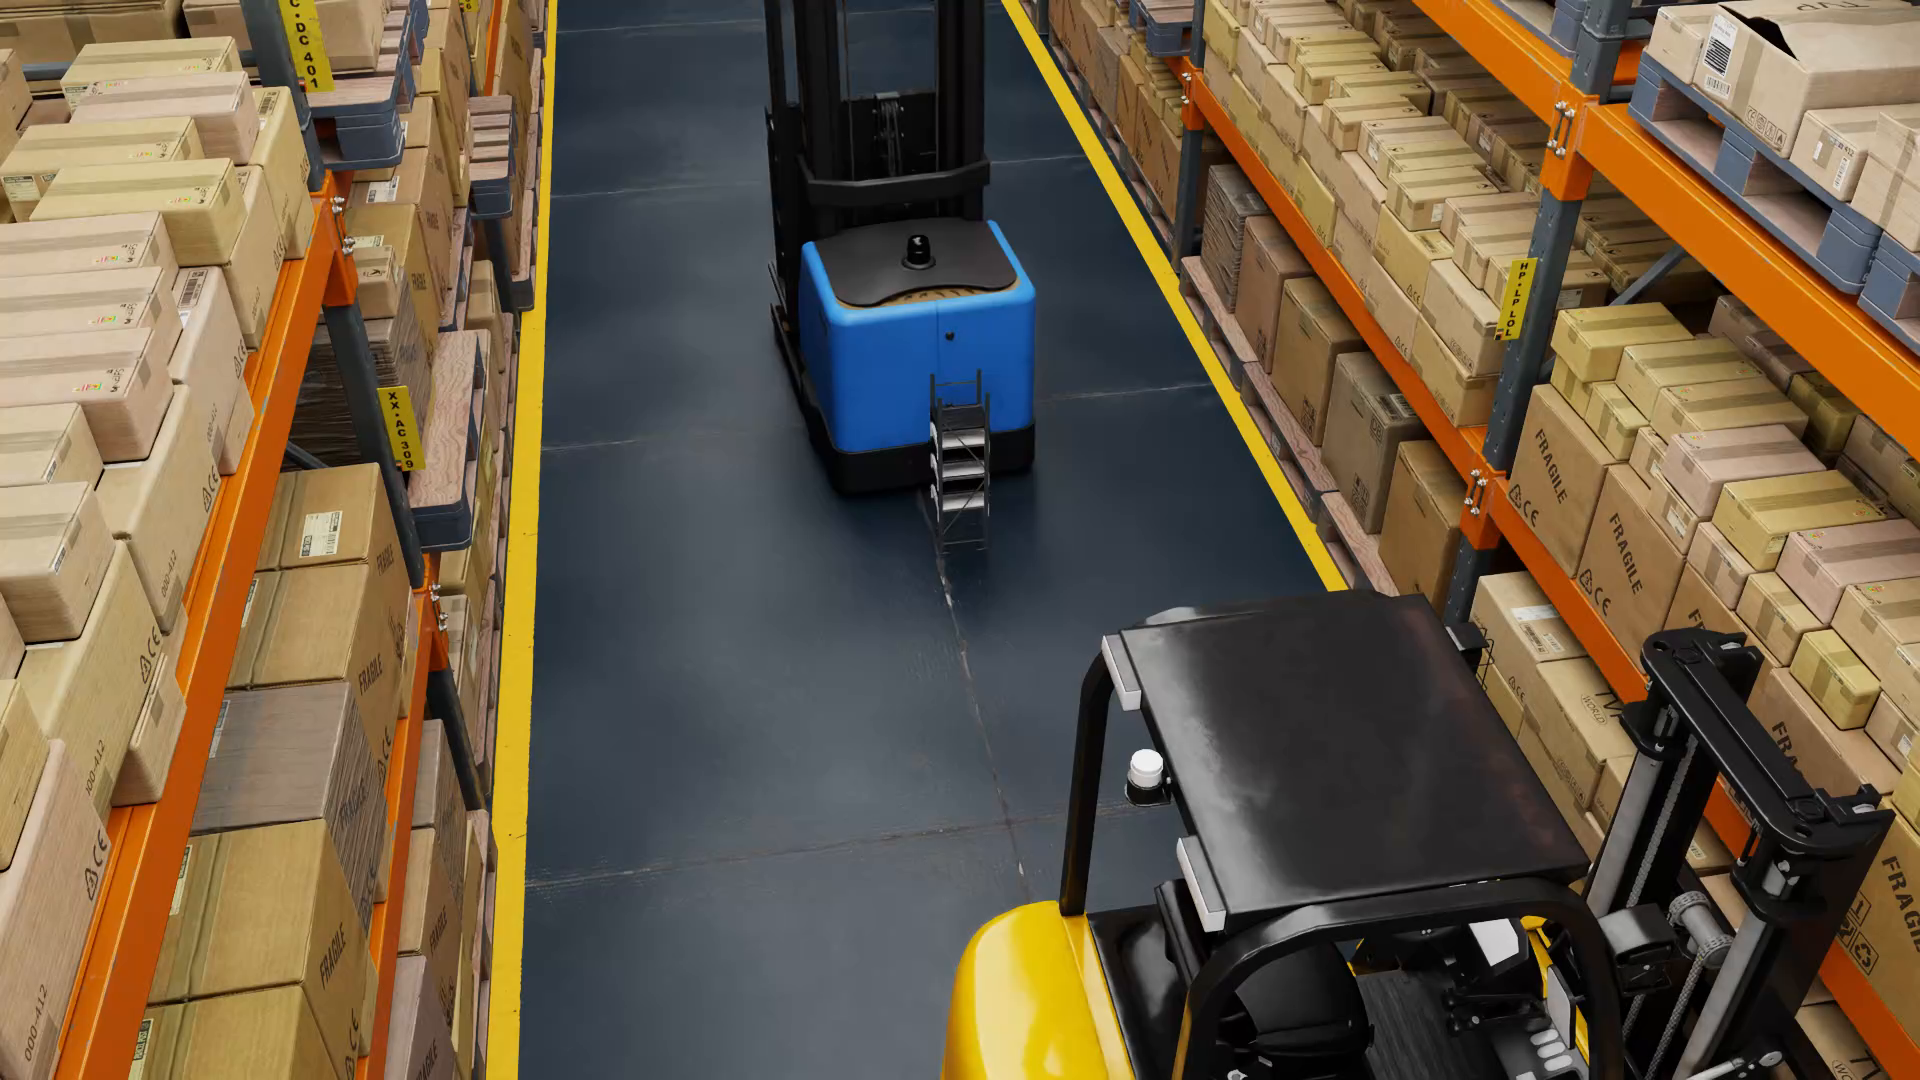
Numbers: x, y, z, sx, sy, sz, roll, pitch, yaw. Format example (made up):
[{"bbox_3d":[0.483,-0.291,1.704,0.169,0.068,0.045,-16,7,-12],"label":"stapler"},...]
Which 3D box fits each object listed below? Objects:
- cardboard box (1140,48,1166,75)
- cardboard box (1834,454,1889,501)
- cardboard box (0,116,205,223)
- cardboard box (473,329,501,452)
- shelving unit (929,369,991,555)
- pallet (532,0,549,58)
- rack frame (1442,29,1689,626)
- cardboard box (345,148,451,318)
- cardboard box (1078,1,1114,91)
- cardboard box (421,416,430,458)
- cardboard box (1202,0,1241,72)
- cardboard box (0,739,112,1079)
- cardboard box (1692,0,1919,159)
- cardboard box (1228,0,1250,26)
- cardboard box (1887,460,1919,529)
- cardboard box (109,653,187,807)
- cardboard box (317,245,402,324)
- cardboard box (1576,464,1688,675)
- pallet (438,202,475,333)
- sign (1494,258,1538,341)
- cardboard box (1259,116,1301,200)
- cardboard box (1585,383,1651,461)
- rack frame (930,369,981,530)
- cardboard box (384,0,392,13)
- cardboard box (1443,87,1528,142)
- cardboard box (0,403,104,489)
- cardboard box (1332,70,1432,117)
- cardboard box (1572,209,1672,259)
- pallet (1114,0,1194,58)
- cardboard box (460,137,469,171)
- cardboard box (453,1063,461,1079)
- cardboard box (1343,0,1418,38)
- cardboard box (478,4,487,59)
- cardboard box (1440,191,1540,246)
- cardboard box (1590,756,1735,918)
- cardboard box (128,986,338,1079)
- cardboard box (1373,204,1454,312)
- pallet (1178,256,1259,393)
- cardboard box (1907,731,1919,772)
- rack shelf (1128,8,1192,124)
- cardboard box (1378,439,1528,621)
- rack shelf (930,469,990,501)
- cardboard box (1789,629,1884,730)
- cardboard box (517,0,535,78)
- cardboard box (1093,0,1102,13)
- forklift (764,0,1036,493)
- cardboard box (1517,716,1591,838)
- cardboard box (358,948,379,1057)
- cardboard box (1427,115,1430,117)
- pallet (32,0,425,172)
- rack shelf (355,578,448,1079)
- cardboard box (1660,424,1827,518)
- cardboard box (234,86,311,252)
[{"bbox_3d":[1.396,-3.106,10.869,0.380,0.149,0.250,-5,38,-7],"label":"cardboard box"},{"bbox_3d":[3.025,-0.163,5.304,0.380,0.149,0.250,-6,38,-8],"label":"cardboard box"},{"bbox_3d":[-2.021,-0.875,3.941,0.380,0.149,0.250,-5,38,-7],"label":"cardboard box"},{"bbox_3d":[-2.845,-0.715,8.425,0.950,0.372,0.625,-7,38,-9],"label":"cardboard box"},{"bbox_3d":[-0.001,-0.360,7.880,0.258,0.900,0.210,-6,38,-8],"label":"shelving unit"},{"bbox_3d":[-3.829,-4.157,13.328,1.003,0.211,1.213,-6,38,-8],"label":"pallet"},{"bbox_3d":[2.516,-0.494,6.341,1.000,3.000,0.127,-6,38,-8],"label":"rack frame"},{"bbox_3d":[-2.331,-1.198,6.580,0.500,0.500,0.500,-6,38,-8],"label":"cardboard box"},{"bbox_3d":[1.163,-3.566,11.991,0.500,0.500,0.500,-7,38,-9],"label":"cardboard box"},{"bbox_3d":[-2.156,-0.393,6.073,0.380,0.149,0.250,-6,38,-7],"label":"cardboard box"},{"bbox_3d":[1.628,-2.752,8.962,0.500,0.250,0.500,-6,38,-8],"label":"cardboard box"},{"bbox_3d":[-1.573,0.577,2.397,0.500,0.250,0.500,-7,38,-9],"label":"cardboard box"},{"bbox_3d":[2.422,-1.320,4.608,0.500,0.311,0.500,-5,38,-7],"label":"cardboard box"},{"bbox_3d":[1.629,-2.821,8.726,0.380,0.149,0.250,-5,38,-7],"label":"cardboard box"},{"bbox_3d":[3.064,-0.129,5.019,0.380,0.149,0.250,-7,38,-9],"label":"cardboard box"},{"bbox_3d":[-1.638,0.357,3.005,0.380,0.149,0.250,-6,38,-7],"label":"cardboard box"},{"bbox_3d":[-2.104,-0.859,5.616,0.380,0.149,0.250,-6,38,-8],"label":"cardboard box"},{"bbox_3d":[2.445,0.075,5.527,0.500,0.500,0.500,-6,38,-7],"label":"cardboard box"},{"bbox_3d":[-2.684,-1.107,7.287,1.003,0.211,1.213,-6,38,-8],"label":"pallet"},{"bbox_3d":[1.984,-0.856,5.928,0.100,0.325,0.005,-6,38,-8],"label":"sign"},{"bbox_3d":[1.833,-1.942,8.327,0.500,0.250,0.500,-7,38,-9],"label":"cardboard box"},{"bbox_3d":[2.360,-0.413,5.626,0.380,0.149,0.250,-5,38,-7],"label":"cardboard box"},{"bbox_3d":[-0.019,-0.422,7.959,0.240,0.900,0.006,-6,38,-8],"label":"rack frame"},{"bbox_3d":[-2.168,-1.952,5.552,0.500,0.250,0.500,-7,38,-9],"label":"cardboard box"},{"bbox_3d":[2.444,-1.951,7.606,0.380,0.149,0.250,-6,38,-8],"label":"cardboard box"},{"bbox_3d":[-1.766,-0.102,2.946,0.380,0.149,0.250,-5,38,-7],"label":"cardboard box"},{"bbox_3d":[1.958,-2.057,7.742,0.380,0.149,0.250,-6,38,-8],"label":"cardboard box"},{"bbox_3d":[2.670,-1.193,6.630,0.380,0.149,0.250,-7,38,-9],"label":"cardboard box"},{"bbox_3d":[1.627,-3.236,10.027,1.213,0.211,1.003,-6,38,-8],"label":"pallet"},{"bbox_3d":[-2.539,-1.814,7.902,0.380,0.149,0.250,-8,39,-10],"label":"cardboard box"},{"bbox_3d":[-1.814,1.918,5.135,0.500,0.250,0.500,-6,38,-7],"label":"cardboard box"},{"bbox_3d":[2.212,-2.722,8.599,0.380,0.149,0.250,-6,38,-8],"label":"cardboard box"},{"bbox_3d":[-3.017,-2.946,9.619,0.500,0.250,0.500,-7,38,-9],"label":"cardboard box"},{"bbox_3d":[2.184,-1.280,6.742,0.380,0.149,0.250,-6,38,-8],"label":"cardboard box"},{"bbox_3d":[2.470,0.966,5.546,0.500,0.250,0.500,-5,38,-6],"label":"cardboard box"},{"bbox_3d":[-1.663,1.365,3.624,0.500,0.500,0.500,-7,38,-9],"label":"cardboard box"},{"bbox_3d":[2.081,-1.212,6.979,0.500,0.250,0.500,-7,38,-9],"label":"cardboard box"},{"bbox_3d":[1.921,-1.308,9.661,1.003,0.211,1.213,-6,38,-8],"label":"pallet"},{"bbox_3d":[2.625,0.555,4.138,0.380,0.149,0.250,-6,38,-7],"label":"cardboard box"},{"bbox_3d":[1.464,-3.834,11.227,1.077,0.370,4.000,-6,38,-8],"label":"rack shelf"},{"bbox_3d":[2.414,-0.036,7.345,0.875,0.625,0.625,-5,38,-6],"label":"cardboard box"},{"bbox_3d":[-0.001,-0.263,7.956,0.258,0.077,0.200,-6,38,-8],"label":"rack shelf"},{"bbox_3d":[2.565,0.367,4.622,0.380,0.149,0.250,-7,38,-9],"label":"cardboard box"},{"bbox_3d":[-3.585,-3.751,11.923,0.875,0.875,0.875,-5,38,-7],"label":"cardboard box"},{"bbox_3d":[1.164,-3.884,11.871,0.380,0.149,0.250,-6,38,-8],"label":"cardboard box"},{"bbox_3d":[-0.477,-2.302,8.724,1.130,2.935,3.031,-9,39,-11],"label":"forklift"},{"bbox_3d":[2.387,0.858,6.093,0.500,0.250,0.500,-6,38,-8],"label":"cardboard box"},{"bbox_3d":[-1.736,1.225,4.333,0.380,0.149,0.250,-6,38,-8],"label":"cardboard box"},{"bbox_3d":[2.424,-1.891,7.854,0.500,0.250,0.500,-7,38,-9],"label":"cardboard box"},{"bbox_3d":[-2.373,-1.453,5.283,1.213,0.211,1.003,-6,38,-8],"label":"pallet"},{"bbox_3d":[-2.019,1.534,4.317,1.077,0.370,4.000,-6,38,-8],"label":"rack shelf"},{"bbox_3d":[2.412,-0.215,5.129,0.380,0.149,0.250,-5,38,-7],"label":"cardboard box"},{"bbox_3d":[-2.027,-0.962,4.378,0.500,0.250,0.500,-7,38,-8],"label":"cardboard box"}]
